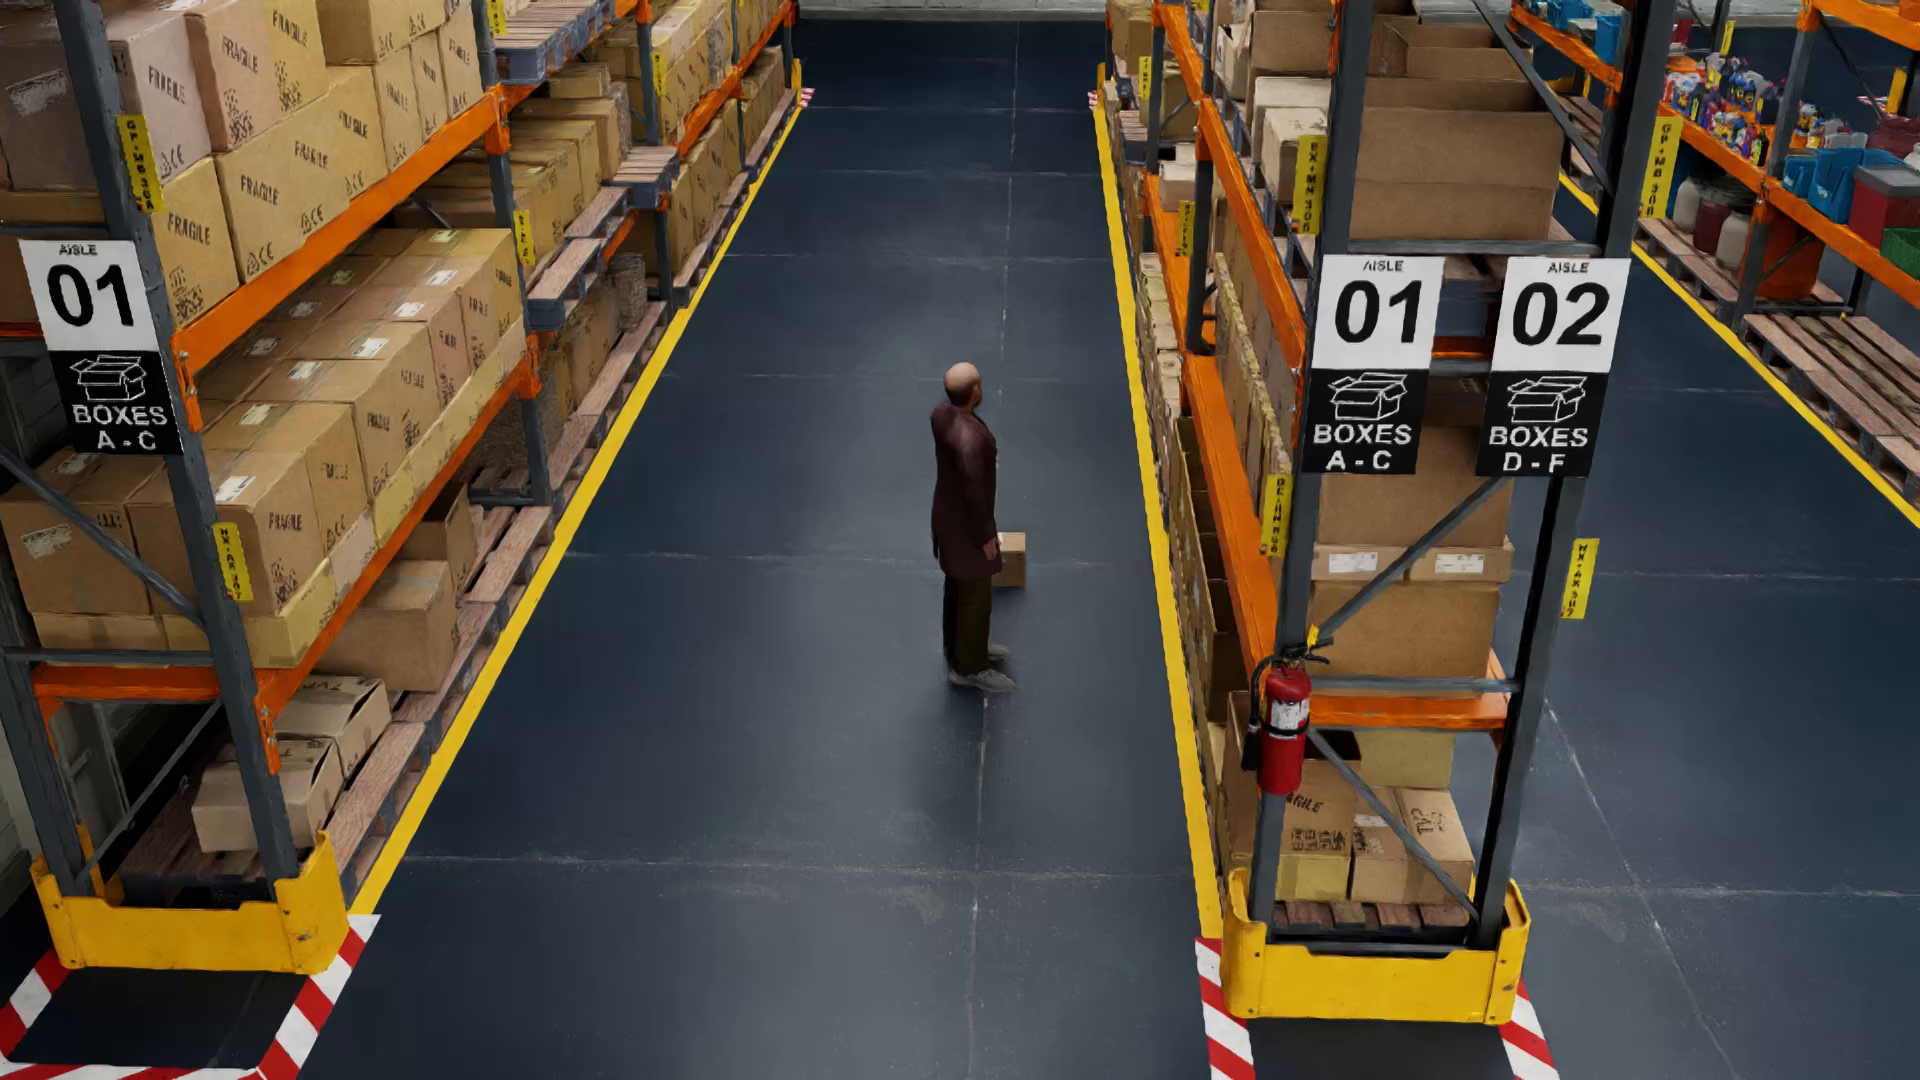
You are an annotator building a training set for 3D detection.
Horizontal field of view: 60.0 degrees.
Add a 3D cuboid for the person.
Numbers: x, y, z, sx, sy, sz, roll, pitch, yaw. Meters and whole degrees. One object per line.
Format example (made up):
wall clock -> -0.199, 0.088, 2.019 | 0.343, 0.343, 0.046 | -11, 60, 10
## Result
person -> 0.073, -0.081, 8.788 | 0.432, 1.826, 0.631 | -8, 29, -14
